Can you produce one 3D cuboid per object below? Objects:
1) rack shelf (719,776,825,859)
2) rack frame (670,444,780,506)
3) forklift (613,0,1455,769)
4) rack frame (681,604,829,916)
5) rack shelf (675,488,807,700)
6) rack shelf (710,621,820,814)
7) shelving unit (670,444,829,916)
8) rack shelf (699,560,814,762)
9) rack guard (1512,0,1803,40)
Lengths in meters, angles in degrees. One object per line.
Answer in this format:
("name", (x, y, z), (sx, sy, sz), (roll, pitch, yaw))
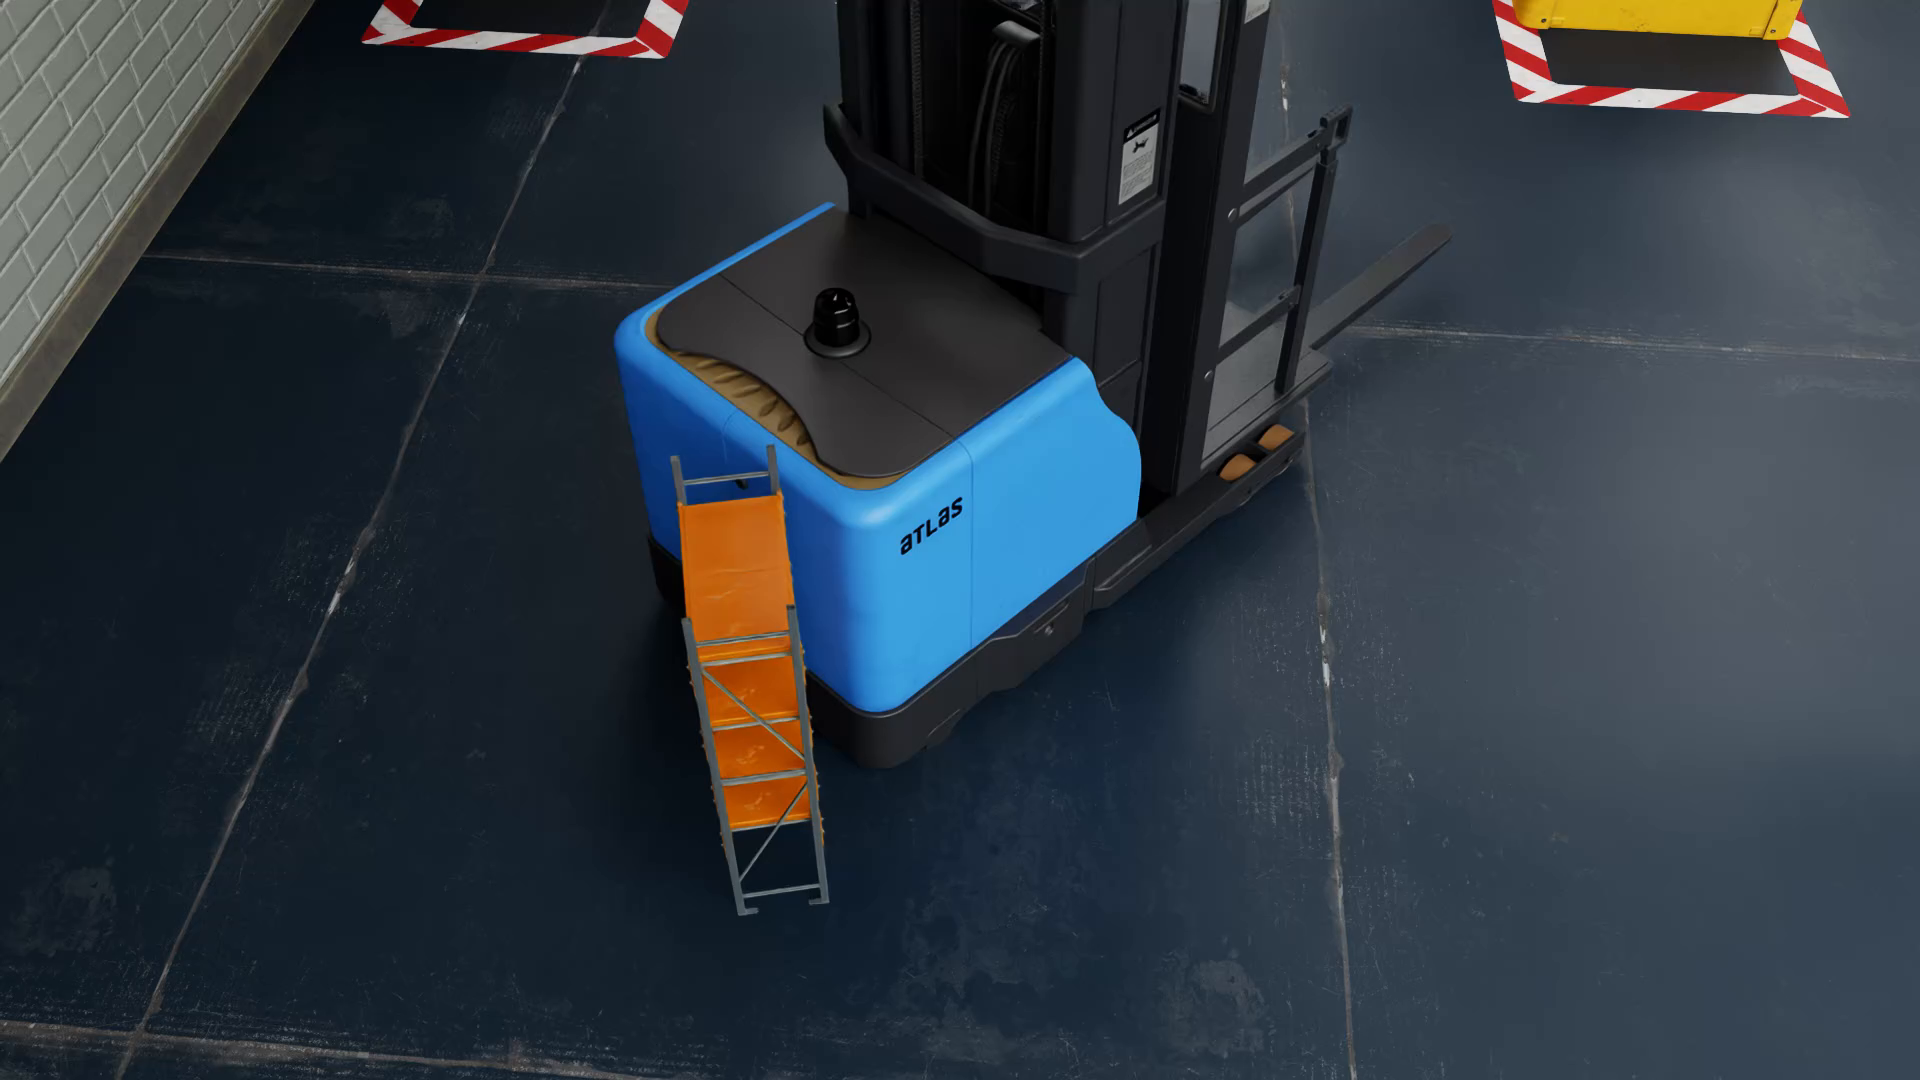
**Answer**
("rack shelf", (-0.503, 0.561, 4.284), (0.258, 0.148, 0.480), (-7, 48, -6))
("rack frame", (-0.543, 0.204, 4.250), (0.240, 1.200, 0.015), (-7, 48, -6))
("forklift", (0.476, -1.342, 4.491), (1.130, 2.935, 3.031), (36, 57, 28))
("rack frame", (-0.463, 0.559, 3.925), (0.240, 1.200, 0.015), (-7, 48, -6))
("rack shelf", (-0.503, 0.116, 3.798), (0.258, 0.148, 0.480), (-7, 48, -6))
("rack shelf", (-0.503, 0.427, 4.137), (0.258, 0.148, 0.480), (-7, 48, -6))
("shelving unit", (-0.503, 0.382, 4.088), (0.258, 1.200, 0.503), (-7, 48, -6))
("rack shelf", (-0.503, 0.276, 3.972), (0.258, 0.148, 0.480), (-7, 48, -6))
("rack guard", (3.056, -2.508, 7.205), (1.175, 0.500, 0.348), (4, 48, 4))
